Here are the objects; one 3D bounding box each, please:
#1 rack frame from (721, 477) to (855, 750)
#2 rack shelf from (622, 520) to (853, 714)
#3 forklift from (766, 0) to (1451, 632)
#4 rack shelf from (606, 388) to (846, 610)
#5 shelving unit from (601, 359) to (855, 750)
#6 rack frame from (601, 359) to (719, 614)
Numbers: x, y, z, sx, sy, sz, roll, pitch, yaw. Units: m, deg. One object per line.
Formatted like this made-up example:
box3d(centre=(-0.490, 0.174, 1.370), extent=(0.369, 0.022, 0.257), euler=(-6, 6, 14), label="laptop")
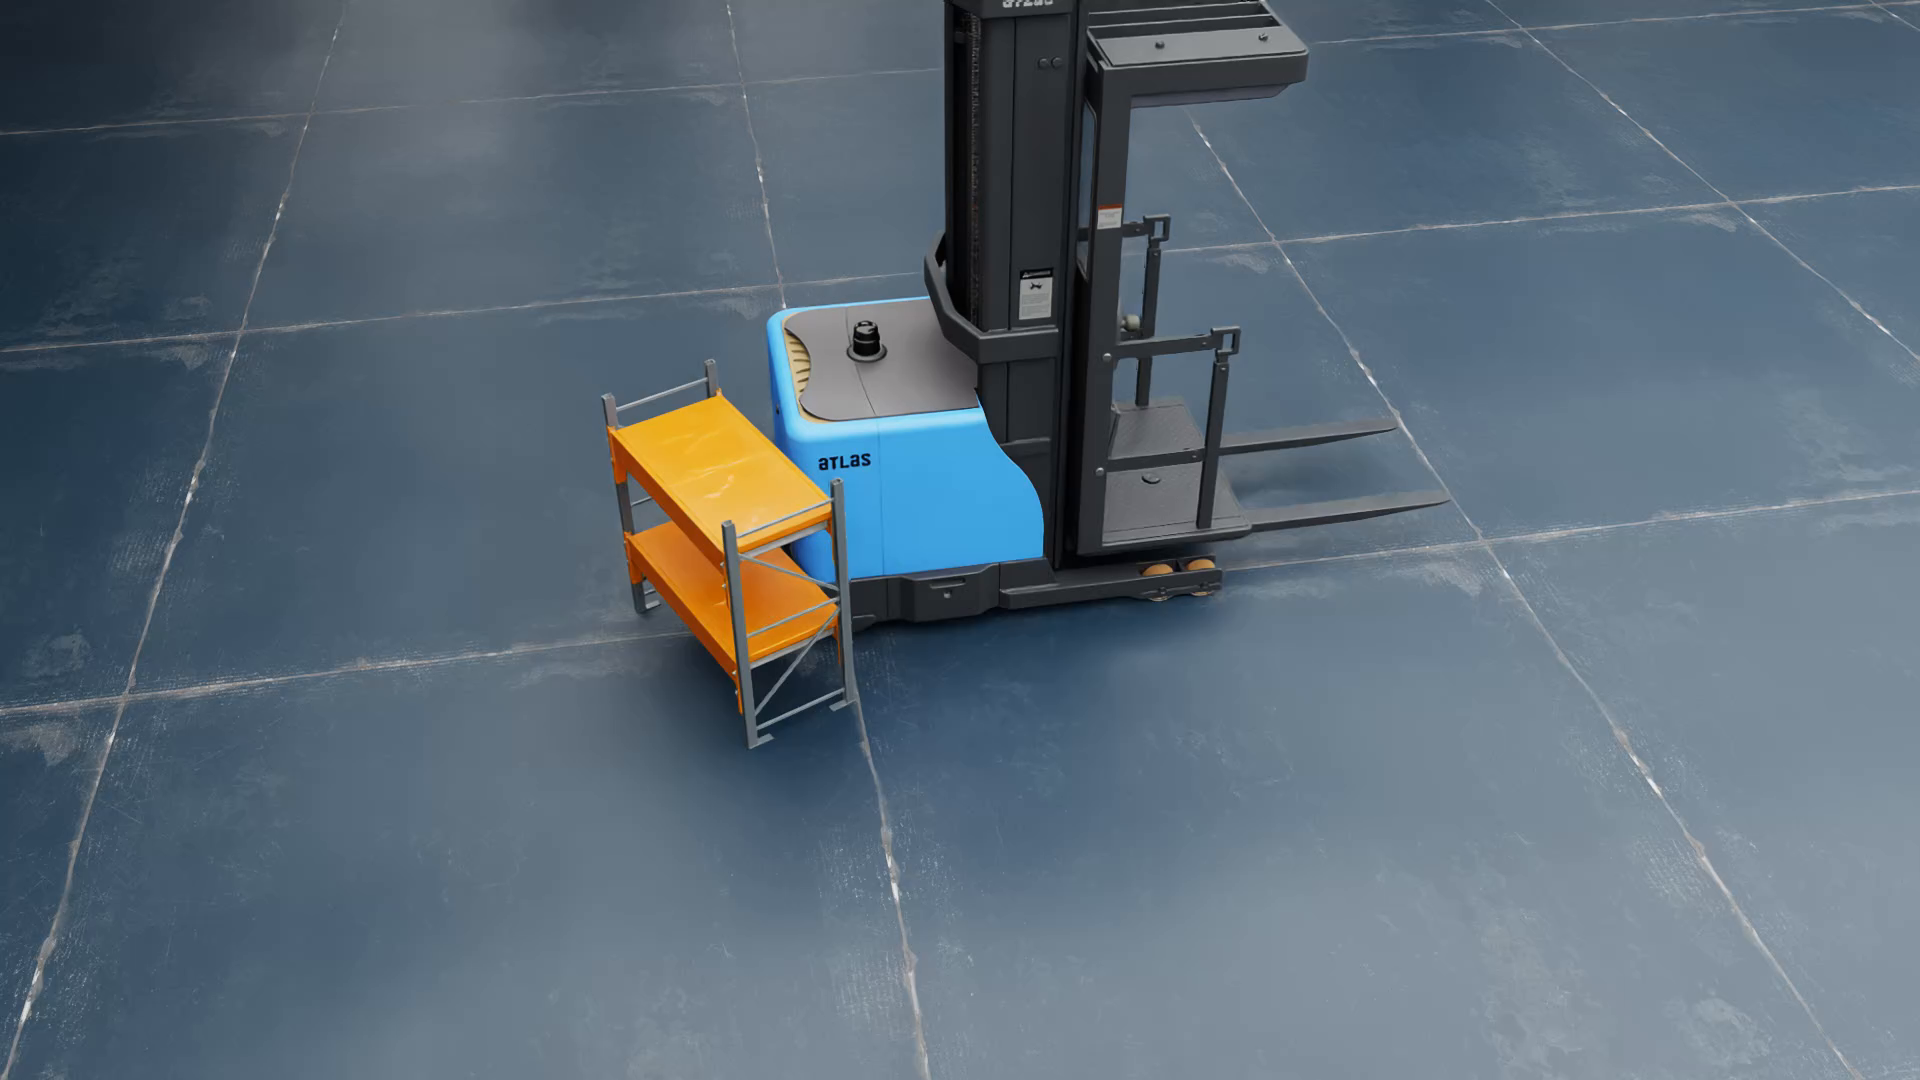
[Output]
box3d(centre=(-0.648, 0.303, 6.444), extent=(0.500, 1.125, 0.032), euler=(-23, 43, -26), label="rack frame")
box3d(centre=(-0.935, 0.238, 6.925), extent=(0.538, 0.278, 1.000), euler=(-23, 43, -26), label="rack shelf")
box3d(centre=(0.707, -1.198, 6.903), extent=(3.031, 2.935, 1.130), euler=(-7, 38, -8), label="forklift")
box3d(centre=(-0.935, -0.186, 6.595), extent=(0.538, 0.278, 1.000), euler=(-23, 43, -26), label="rack shelf")
box3d(centre=(-0.935, 0.045, 6.775), extent=(0.538, 1.125, 1.048), euler=(-23, 43, -26), label="shelving unit")
box3d(centre=(-1.222, -0.212, 7.106), extent=(0.500, 1.125, 0.032), euler=(-23, 43, -26), label="rack frame")
